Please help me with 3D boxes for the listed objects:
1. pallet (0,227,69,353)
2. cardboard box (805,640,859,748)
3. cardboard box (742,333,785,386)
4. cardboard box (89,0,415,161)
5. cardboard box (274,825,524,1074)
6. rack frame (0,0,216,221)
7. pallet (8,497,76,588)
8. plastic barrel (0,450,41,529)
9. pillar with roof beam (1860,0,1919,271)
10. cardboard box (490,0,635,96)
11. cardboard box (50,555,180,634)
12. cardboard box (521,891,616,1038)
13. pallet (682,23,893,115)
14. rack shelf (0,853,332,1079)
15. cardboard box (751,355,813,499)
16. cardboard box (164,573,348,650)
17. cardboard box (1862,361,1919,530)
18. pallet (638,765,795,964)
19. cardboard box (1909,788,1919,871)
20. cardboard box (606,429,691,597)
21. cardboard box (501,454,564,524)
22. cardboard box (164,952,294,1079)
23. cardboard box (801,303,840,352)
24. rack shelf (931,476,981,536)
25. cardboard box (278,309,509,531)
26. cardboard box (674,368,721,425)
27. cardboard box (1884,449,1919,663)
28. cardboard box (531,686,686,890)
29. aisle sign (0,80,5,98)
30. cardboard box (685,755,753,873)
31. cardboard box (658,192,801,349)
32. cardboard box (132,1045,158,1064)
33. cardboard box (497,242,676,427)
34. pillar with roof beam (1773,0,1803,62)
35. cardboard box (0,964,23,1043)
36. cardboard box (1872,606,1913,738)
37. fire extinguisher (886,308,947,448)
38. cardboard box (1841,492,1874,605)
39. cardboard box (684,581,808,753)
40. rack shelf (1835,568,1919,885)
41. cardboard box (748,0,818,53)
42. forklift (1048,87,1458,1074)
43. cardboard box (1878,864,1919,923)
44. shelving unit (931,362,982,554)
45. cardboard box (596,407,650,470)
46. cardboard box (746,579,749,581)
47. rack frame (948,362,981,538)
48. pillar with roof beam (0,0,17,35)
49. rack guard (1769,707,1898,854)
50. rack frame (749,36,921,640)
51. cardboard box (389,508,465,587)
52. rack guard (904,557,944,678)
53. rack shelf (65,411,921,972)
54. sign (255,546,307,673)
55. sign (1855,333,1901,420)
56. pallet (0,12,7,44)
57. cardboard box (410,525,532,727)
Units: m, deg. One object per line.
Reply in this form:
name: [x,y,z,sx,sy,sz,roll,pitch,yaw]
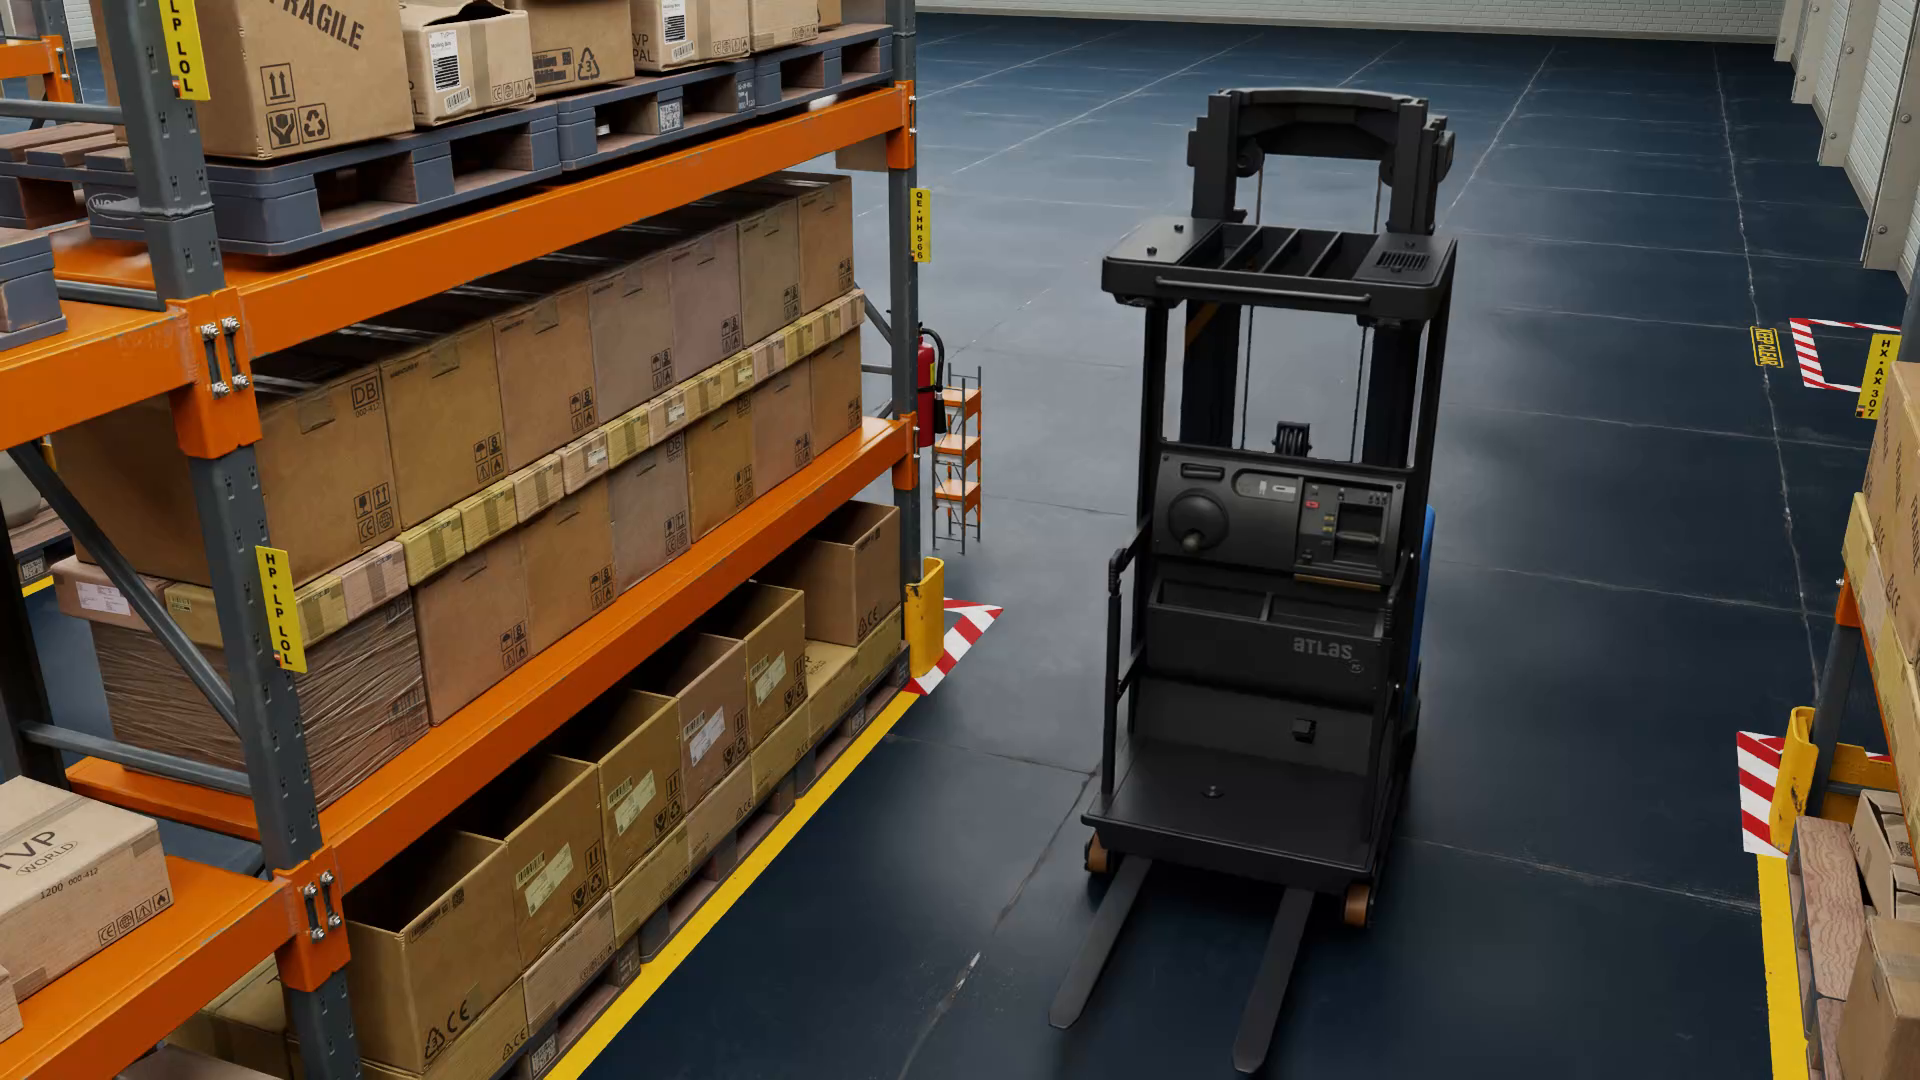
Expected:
pallet: [-2.478,-0.384,3.135,0.805,0.209,1.217,8,24,18]
cardboard box: [-0.776,0.653,7.319,0.500,0.250,0.500,9,24,20]
cardboard box: [-0.928,-0.744,6.667,0.380,0.149,0.250,9,24,21]
cardboard box: [-1.731,-1.237,4.072,0.500,0.500,0.500,11,25,24]
cardboard box: [-1.700,1.202,5.030,0.500,0.500,0.500,9,24,20]
rack frame: [-2.162,-2.174,3.280,1.000,3.000,0.127,9,24,20]
pallet: [-5.566,0.063,9.326,1.003,0.211,1.213,9,24,20]
plastic barrel: [-5.448,-0.347,9.372,0.421,0.512,0.421,0,23,0]
pillar with roof beam: [4.927,-7.434,15.872,9.100,9.000,0.400,9,24,20]
cardboard box: [-1.434,-1.667,5.098,0.797,0.503,0.637,12,25,26]
cardboard box: [-2.260,0.121,4.598,0.380,0.149,0.250,9,24,20]
cardboard box: [-1.518,1.368,5.605,0.500,0.250,0.500,9,24,20]
pallet: [-0.963,-1.931,6.705,1.003,0.211,1.213,9,24,20]
rack shelf: [-2.905,1.642,2.861,1.077,0.370,4.000,9,24,20]
cardboard box: [-1.053,-0.530,6.996,0.700,0.500,0.500,9,24,21]
cardboard box: [-1.883,0.180,4.455,0.380,0.149,0.250,9,24,20]
cardboard box: [3.468,-0.288,5.743,0.500,0.500,0.500,9,24,20]
pallet: [-1.377,1.164,6.689,1.003,0.211,1.213,9,24,20]
cardboard box: [2.698,0.790,4.136,0.500,0.250,0.500,9,24,20]
cardboard box: [-1.434,-0.164,6.121,0.700,0.500,0.500,10,24,22]
cardboard box: [-1.504,-0.186,5.331,0.380,0.149,0.250,8,24,18]
cardboard box: [-2.193,1.472,5.357,0.500,0.250,0.500,9,24,20]
cardboard box: [-0.738,-0.925,7.101,0.380,0.149,0.250,9,24,21]
rack shelf: [-0.020,-0.199,9.613,0.215,0.259,0.240,9,24,20]
cardboard box: [-1.817,-0.391,4.982,0.700,0.500,0.500,9,24,20]
cardboard box: [-1.121,-0.555,6.216,0.380,0.149,0.250,9,24,22]
cardboard box: [3.077,0.072,4.882,0.500,0.500,0.500,8,24,18]
cardboard box: [-1.328,0.844,5.887,0.500,0.500,0.500,9,24,20]
aisle sign: [-5.520,-2.815,9.225,0.394,0.787,0.004,9,24,20]
cardboard box: [-1.148,1.010,6.462,0.500,0.250,0.500,9,24,20]
cardboard box: [-1.072,-1.109,6.700,0.700,0.500,0.500,8,24,19]
cardboard box: [-2.547,1.523,4.508,0.500,0.311,0.500,9,24,20]
cardboard box: [-1.444,-0.749,5.839,0.700,0.500,0.500,9,24,20]
pillar with roof beam: [11.614,-13.875,31.293,9.100,9.000,0.400,9,24,20]
cardboard box: [-2.319,0.997,3.646,0.396,0.266,0.258,8,24,19]
cardboard box: [3.074,0.429,5.000,0.500,0.250,0.500,8,24,19]
fire extinguisher: [-0.201,-0.777,7.820,0.296,0.674,0.183,9,24,20]
cardboard box: [3.448,0.060,5.884,0.500,0.250,0.500,8,24,19]
cardboard box: [-0.957,0.486,6.744,0.500,0.500,0.500,9,24,20]
rack shelf: [3.181,0.918,4.593,1.077,0.370,4.000,9,24,20]
cardboard box: [-0.860,-1.961,6.129,0.500,0.250,0.500,9,24,20]
forklift: [1.130,-0.074,6.124,1.130,2.935,3.031,8,24,19]
cardboard box: [3.372,1.347,5.551,0.500,0.311,0.500,11,25,24]
shelving unit: [-0.020,-0.465,9.502,0.215,1.050,0.252,9,24,20]
cardboard box: [-1.311,-0.375,5.784,0.380,0.149,0.250,9,24,20]
cardboard box: [-1.266,0.231,7.355,0.500,0.500,0.500,9,24,20]
rack frame: [0.025,-0.509,9.606,0.200,1.050,0.008,9,24,20]
pillar with roof beam: [-14.096,-12.858,28.858,9.100,9.000,0.400,9,24,20]
rack guard: [3.896,1.051,6.585,1.175,0.500,0.348,9,24,20]
rack frame: [-0.677,-0.837,7.863,1.000,3.000,0.127,9,24,20]
cardboard box: [-1.695,-0.002,4.892,0.380,0.149,0.250,8,24,19]
rack guard: [-0.668,0.308,8.365,1.175,0.500,0.348,9,24,20]
rack shelf: [-1.420,0.210,6.288,1.077,0.370,4.000,9,24,20]
sign: [-1.655,0.171,4.050,0.100,0.325,0.005,9,24,20]
sign: [3.420,-0.607,6.187,0.100,0.325,0.005,9,24,20]
pallet: [-5.672,-2.563,8.347,1.003,0.211,1.213,9,24,20]
cardboard box: [-1.814,0.199,5.253,0.700,0.500,0.500,9,24,20]
